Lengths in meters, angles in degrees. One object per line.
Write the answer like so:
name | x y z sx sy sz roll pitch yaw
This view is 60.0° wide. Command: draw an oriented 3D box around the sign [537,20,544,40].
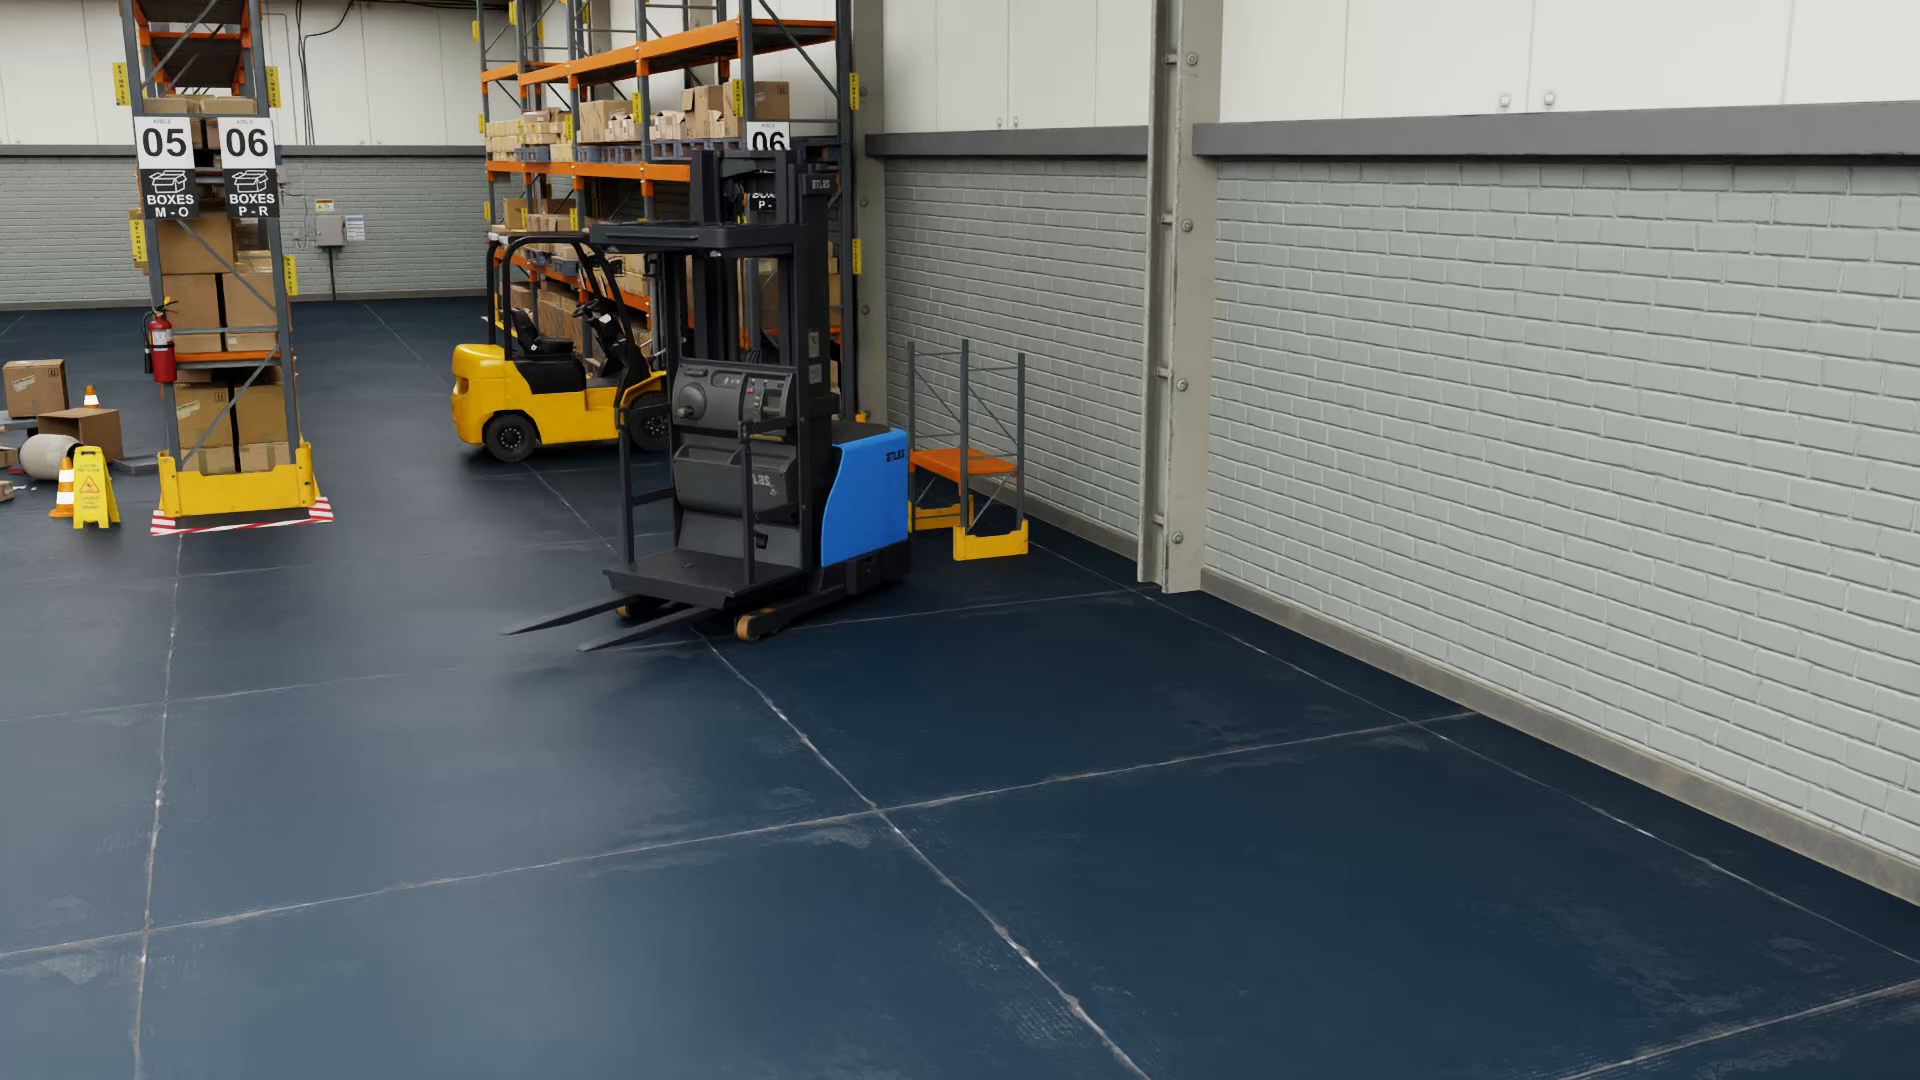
sign | -7.385 -8.972 29.255 0.100 0.325 0.005 -6 14 -23

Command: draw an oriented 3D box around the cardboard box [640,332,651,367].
cardboard box | -3.314 -2.146 19.826 0.875 0.625 0.625 -5 14 -20

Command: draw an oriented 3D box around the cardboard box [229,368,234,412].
cardboard box | -6.747 -1.465 16.050 0.500 0.500 0.500 -5 14 -20

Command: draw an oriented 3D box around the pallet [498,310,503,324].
pallet | -7.551 -3.932 29.391 1.003 0.211 1.213 -6 14 -23

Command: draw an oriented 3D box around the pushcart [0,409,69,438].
pushcart | -9.710 -1.049 16.565 1.648 0.377 0.936 -12 18 -42

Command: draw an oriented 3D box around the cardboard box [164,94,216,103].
cardboard box | -7.990 -4.487 17.246 0.500 0.250 0.500 -5 14 -22

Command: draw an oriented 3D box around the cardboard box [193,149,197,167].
cardboard box | -6.643 -3.210 13.992 0.380 0.149 0.250 -5 14 -21

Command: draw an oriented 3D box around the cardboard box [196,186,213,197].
cardboard box | -11.358 -5.199 24.802 0.380 0.149 0.250 -6 14 -23

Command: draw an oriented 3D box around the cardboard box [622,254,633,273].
cardboard box | -3.738 -3.346 19.899 0.500 0.250 0.500 -6 14 -24

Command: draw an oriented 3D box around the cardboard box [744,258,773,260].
cardboard box | -1.829 -2.730 15.693 0.380 0.149 0.250 -6 14 -23

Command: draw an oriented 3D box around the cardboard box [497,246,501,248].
cardboard box | -8.021 -5.256 29.484 0.380 0.149 0.250 -6 14 -23

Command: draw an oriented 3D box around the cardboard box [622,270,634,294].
cardboard box | -3.743 -3.103 19.955 0.500 0.250 0.500 -6 14 -23

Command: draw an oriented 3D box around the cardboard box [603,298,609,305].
cardboard box | -5.048 -3.472 24.395 0.380 0.149 0.250 -6 14 -24

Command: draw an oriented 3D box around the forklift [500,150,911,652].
forklift | -1.557 -0.924 10.362 1.130 2.935 3.031 8 15 31

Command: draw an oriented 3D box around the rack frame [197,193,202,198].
rack frame | -10.846 -4.195 24.345 1.000 3.000 0.127 -6 14 -23

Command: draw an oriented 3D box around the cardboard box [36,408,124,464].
cardboard box | -8.459 -0.982 15.998 0.500 0.500 0.500 4 14 16

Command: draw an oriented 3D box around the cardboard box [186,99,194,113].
cardboard box | -6.513 -3.544 13.665 0.380 0.149 0.250 -5 14 -22

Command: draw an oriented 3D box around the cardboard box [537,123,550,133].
cardboard box | -5.911 -5.968 24.094 0.380 0.149 0.250 -6 14 -23

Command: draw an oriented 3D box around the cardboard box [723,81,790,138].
cardboard box | -1.893 -3.998 15.465 0.500 0.500 0.500 -5 14 -21

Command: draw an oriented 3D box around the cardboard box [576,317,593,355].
cardboard box | -5.063 -2.873 23.243 0.500 0.500 0.500 -5 14 -21

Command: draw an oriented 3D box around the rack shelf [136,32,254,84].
rack shelf | -8.442 -5.333 18.439 1.077 0.370 4.000 -6 14 -23

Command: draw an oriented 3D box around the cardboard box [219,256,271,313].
cardboard box | -6.811 -2.454 15.941 0.500 0.500 0.500 -5 14 -21

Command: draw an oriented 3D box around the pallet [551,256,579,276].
pallet | -5.033 -3.858 23.314 1.213 0.211 1.003 -6 14 -23

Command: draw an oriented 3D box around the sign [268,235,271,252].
sign | -7.147 -3.015 17.325 0.100 0.325 0.005 -6 14 -23

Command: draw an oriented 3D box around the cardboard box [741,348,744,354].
cardboard box | -2.384 -1.793 16.913 0.500 0.250 0.500 -5 14 -22

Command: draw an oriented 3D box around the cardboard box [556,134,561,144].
cardboard box | -5.551 -5.720 23.730 0.380 0.149 0.250 -5 14 -21

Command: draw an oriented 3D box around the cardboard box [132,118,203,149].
cardboard box | -6.491 -3.331 13.630 0.500 0.250 0.500 -6 14 -24

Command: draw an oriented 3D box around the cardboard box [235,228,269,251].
cardboard box | -7.566 -3.064 17.642 0.500 0.500 0.500 -5 14 -22

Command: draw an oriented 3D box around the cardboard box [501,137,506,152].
cardboard box | -7.330 -6.573 27.638 0.500 0.250 0.500 -6 14 -24

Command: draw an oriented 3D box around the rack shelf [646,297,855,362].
rack shelf | -2.293 -2.228 17.440 1.077 0.370 4.000 -6 14 -23

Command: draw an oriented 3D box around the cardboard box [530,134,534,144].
cardboard box | -6.132 -5.928 24.584 0.380 0.149 0.250 -6 14 -24

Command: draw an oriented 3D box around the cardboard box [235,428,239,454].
cardboard box | -6.536 -0.991 15.664 0.500 0.250 0.500 -5 14 -19

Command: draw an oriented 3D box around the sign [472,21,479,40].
sign | -8.399 -8.838 28.854 0.100 0.325 0.005 -6 14 -23

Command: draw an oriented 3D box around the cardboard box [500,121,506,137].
cardboard box | -7.340 -6.820 27.595 0.500 0.250 0.500 -5 14 -21

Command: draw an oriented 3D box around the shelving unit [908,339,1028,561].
shelving unit | 0.031 -0.715 12.633 0.587 1.500 1.083 -6 14 -23

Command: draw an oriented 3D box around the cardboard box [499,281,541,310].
cardboard box | -7.743 -4.324 29.507 0.797 0.503 0.637 -6 14 -25

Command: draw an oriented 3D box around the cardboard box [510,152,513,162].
cardboard box | -7.190 -6.299 27.338 0.380 0.149 0.250 -5 14 -22

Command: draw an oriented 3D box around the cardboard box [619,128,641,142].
cardboard box | -3.813 -4.784 19.639 0.380 0.149 0.250 -6 14 -23

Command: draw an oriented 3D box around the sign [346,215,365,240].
sign | -12.375 -6.385 34.018 0.329 0.494 0.001 -6 14 -23

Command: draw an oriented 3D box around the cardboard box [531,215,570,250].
cardboard box | -6.103 -4.671 25.245 0.700 0.500 0.500 -5 14 -22

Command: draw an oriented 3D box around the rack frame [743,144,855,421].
rack frame | -1.492 -2.165 15.573 1.000 3.000 0.127 -6 14 -23

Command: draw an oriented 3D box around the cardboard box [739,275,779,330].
cardboard box | -1.930 -2.292 15.899 0.500 0.500 0.500 -6 14 -24

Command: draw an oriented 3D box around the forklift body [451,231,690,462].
forklift body | -3.923 -1.979 16.650 2.313 2.155 1.214 -6 14 -23

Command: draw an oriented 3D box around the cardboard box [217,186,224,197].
cardboard box | -10.852 -5.187 24.753 0.380 0.149 0.250 -5 14 -22

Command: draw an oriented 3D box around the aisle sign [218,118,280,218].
aisle sign | -5.730 -2.998 13.405 0.394 0.787 0.004 -6 14 -23

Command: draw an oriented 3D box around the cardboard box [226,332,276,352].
cardboard box | -5.985 -1.683 14.045 0.380 0.149 0.250 -6 14 -23

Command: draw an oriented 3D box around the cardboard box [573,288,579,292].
cardboard box | -5.887 -3.897 26.231 0.380 0.149 0.250 -6 14 -25

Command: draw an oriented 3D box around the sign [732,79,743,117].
sign | -1.995 -3.973 14.945 0.100 0.325 0.005 -6 14 -23

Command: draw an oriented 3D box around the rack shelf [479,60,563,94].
rack shelf | -7.100 -7.628 27.476 1.077 0.370 4.000 -6 14 -23

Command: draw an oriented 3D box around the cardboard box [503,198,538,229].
cardboard box | -7.365 -5.480 27.906 0.500 0.500 0.500 -5 14 -22

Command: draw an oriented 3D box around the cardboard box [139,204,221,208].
cardboard box | -7.303 -2.899 15.645 0.700 0.500 0.500 -6 14 -24

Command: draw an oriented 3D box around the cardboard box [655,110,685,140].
cardboard box | -2.984 -4.469 17.919 0.500 0.311 0.500 -5 14 -22

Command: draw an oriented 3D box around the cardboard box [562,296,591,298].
cardboard box | -5.684 -3.532 24.652 0.380 0.149 0.250 -6 14 -23

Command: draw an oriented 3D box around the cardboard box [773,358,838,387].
cardboard box | -1.511 -1.634 16.226 0.500 0.250 0.500 -6 14 -24

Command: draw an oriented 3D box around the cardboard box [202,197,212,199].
cardboard box | -11.288 -4.804 24.534 0.500 0.500 0.500 -6 14 -23

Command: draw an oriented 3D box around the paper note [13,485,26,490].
paper note | -8.444 -0.469 14.853 0.148 0.019 0.142 -1 13 -4

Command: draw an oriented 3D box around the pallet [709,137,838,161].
pallet | -1.752 -3.732 15.886 1.003 0.211 1.213 -6 14 -23

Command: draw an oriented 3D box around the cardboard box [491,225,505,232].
cardboard box | -7.966 -5.425 29.329 0.500 0.250 0.500 -6 14 -23
